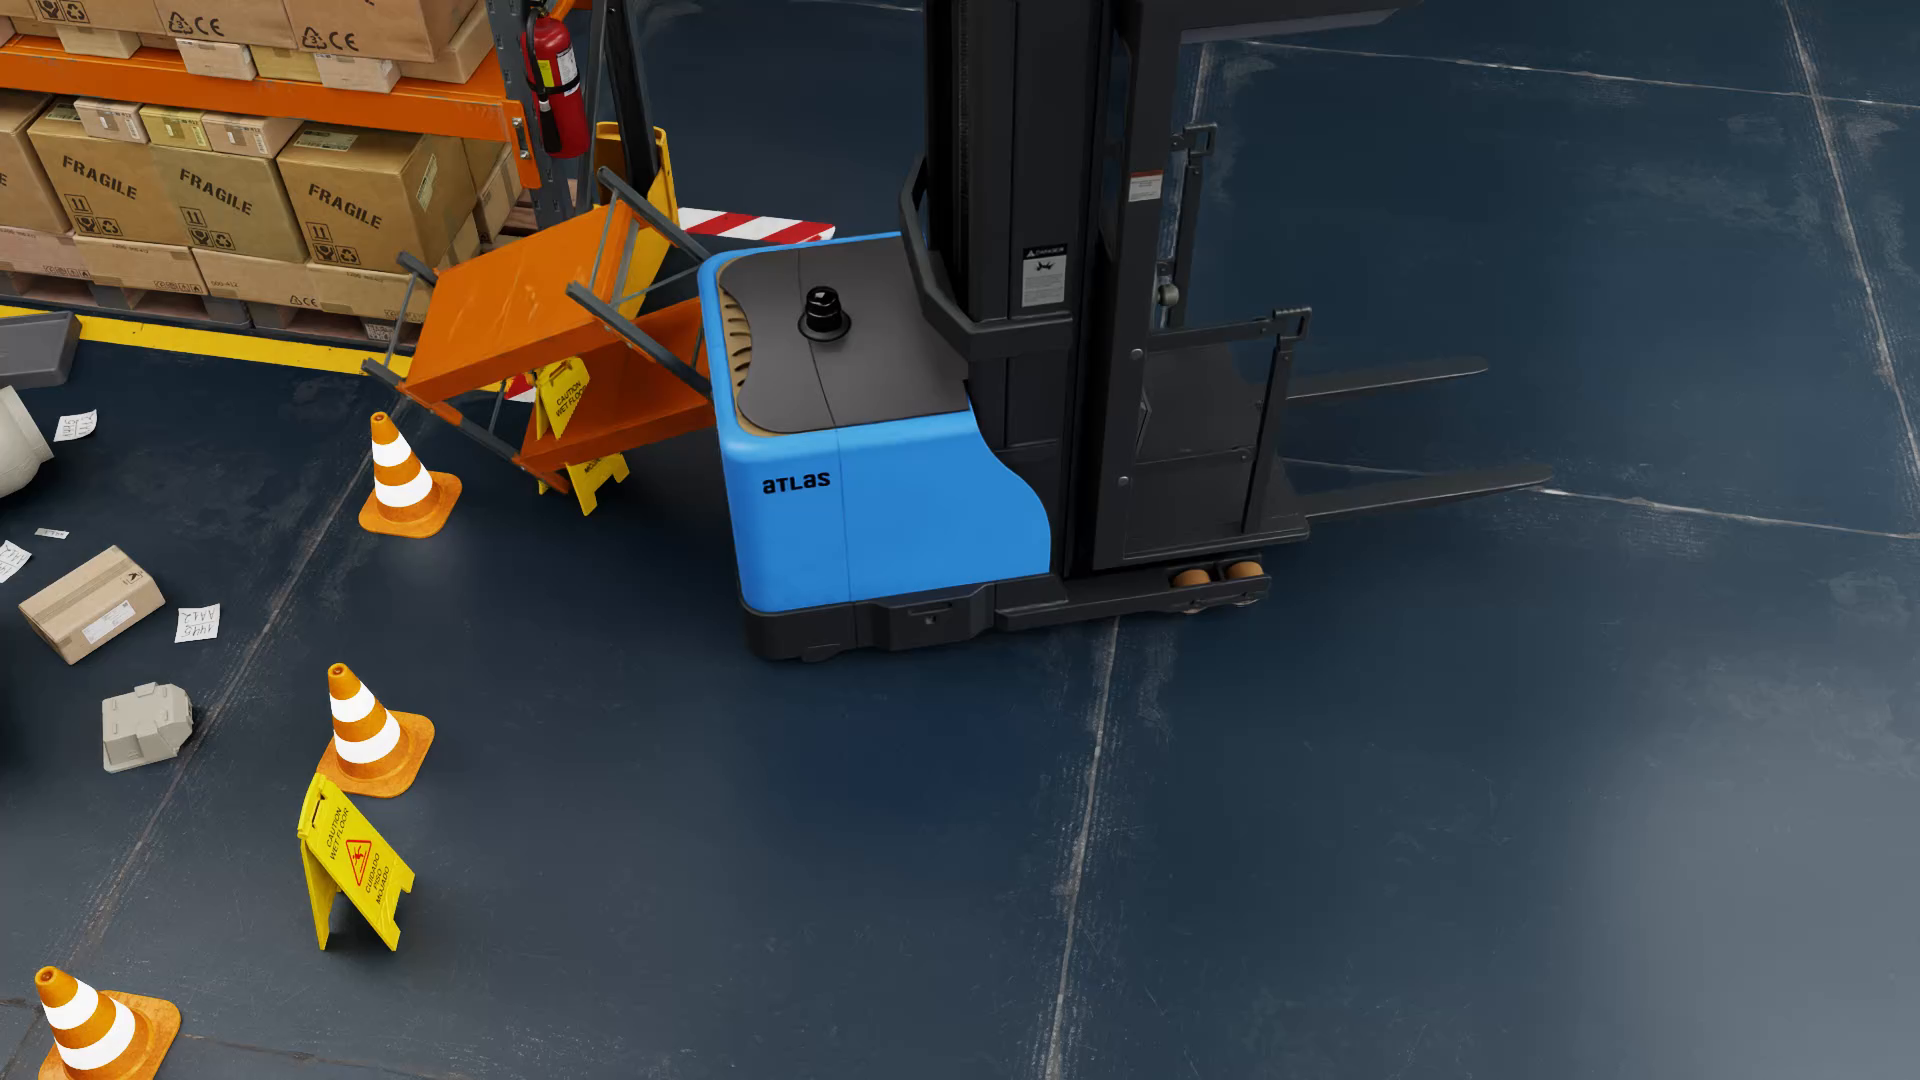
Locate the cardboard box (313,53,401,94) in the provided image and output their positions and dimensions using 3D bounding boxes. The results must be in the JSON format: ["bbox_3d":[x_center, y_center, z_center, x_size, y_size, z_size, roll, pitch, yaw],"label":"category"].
[{"bbox_3d":[-2.126,-1.790,6.011,0.250,0.149,0.380,7,48,6],"label":"cardboard box"}]

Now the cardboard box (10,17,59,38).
[{"bbox_3d":[-3.358,-2.054,6.248,0.250,0.149,0.380,8,49,7],"label":"cardboard box"}]

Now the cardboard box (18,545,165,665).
[{"bbox_3d":[-3.099,0.229,5.944,0.250,0.149,0.380,32,56,26],"label":"cardboard box"}]

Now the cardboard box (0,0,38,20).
[{"bbox_3d":[-3.513,-2.251,5.989,0.500,0.500,0.500,8,49,7],"label":"cardboard box"}]

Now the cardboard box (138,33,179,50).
[{"bbox_3d":[-2.860,-1.989,6.189,0.250,0.149,0.380,8,49,7],"label":"cardboard box"}]

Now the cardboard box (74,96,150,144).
[{"bbox_3d":[-3.165,-1.704,6.391,0.250,0.149,0.380,10,49,8],"label":"cardboard box"}]

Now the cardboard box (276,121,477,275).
[{"bbox_3d":[-2.286,-1.416,6.568,0.500,0.500,0.500,8,49,7],"label":"cardboard box"}]

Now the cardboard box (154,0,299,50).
[{"bbox_3d":[-2.526,-2.102,5.855,0.500,0.500,0.500,8,49,7],"label":"cardboard box"}]

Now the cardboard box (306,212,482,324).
[{"bbox_3d":[-2.318,-1.164,6.845,0.500,0.250,0.500,7,48,7],"label":"cardboard box"}]

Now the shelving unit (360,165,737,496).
[{"bbox_3d":[-1.292,-0.657,5.951,1.048,1.125,0.538,-12,57,33],"label":"shelving unit"}]

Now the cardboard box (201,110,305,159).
[{"bbox_3d":[-2.659,-1.632,6.326,0.250,0.149,0.380,9,49,8],"label":"cardboard box"}]

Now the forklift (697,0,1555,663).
[{"bbox_3d":[0.656,-1.097,5.265,3.031,2.935,1.130,-8,49,-7],"label":"forklift"}]

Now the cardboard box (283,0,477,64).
[{"bbox_3d":[-2.034,-2.032,5.792,0.500,0.500,0.500,7,48,6],"label":"cardboard box"}]

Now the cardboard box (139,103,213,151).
[{"bbox_3d":[-2.906,-1.668,6.358,0.250,0.149,0.380,8,49,7],"label":"cardboard box"}]

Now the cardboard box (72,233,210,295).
[{"bbox_3d":[-3.318,-1.300,6.968,0.500,0.250,0.500,6,48,5],"label":"cardboard box"}]

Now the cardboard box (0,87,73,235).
[{"bbox_3d":[-3.816,-1.622,6.753,0.500,0.500,0.500,10,49,9],"label":"cardboard box"}]

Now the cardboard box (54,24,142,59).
[{"bbox_3d":[-3.128,-1.956,6.160,0.250,0.149,0.380,7,48,6],"label":"cardboard box"}]

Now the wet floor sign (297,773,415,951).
[{"bbox_3d":[-1.851,0.949,4.963,0.232,0.644,0.267,0,48,0],"label":"wet floor sign"}]

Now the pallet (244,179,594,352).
[{"bbox_3d":[-2.319,-1.240,7.223,1.213,0.211,1.003,8,49,7],"label":"pallet"}]

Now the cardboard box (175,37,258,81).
[{"bbox_3d":[-2.633,-1.852,6.066,0.250,0.149,0.380,8,49,8],"label":"cardboard box"}]

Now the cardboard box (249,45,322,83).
[{"bbox_3d":[-2.374,-1.840,6.055,0.250,0.149,0.380,7,48,6],"label":"cardboard box"}]

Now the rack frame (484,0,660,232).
[{"bbox_3d":[-1.451,-2.029,6.057,0.127,3.000,1.000,8,49,7],"label":"rack frame"}]

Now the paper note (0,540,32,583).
[{"bbox_3d":[-3.544,0.077,6.168,0.142,0.019,0.148,23,52,20],"label":"paper note"}]

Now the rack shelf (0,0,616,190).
[{"bbox_3d":[-3.419,-2.053,6.562,4.000,0.370,1.077,8,49,7],"label":"rack shelf"}]

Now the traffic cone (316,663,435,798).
[{"bbox_3d":[-1.966,0.564,5.432,0.334,0.463,0.336,8,49,7],"label":"traffic cone"}]

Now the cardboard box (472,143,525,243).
[{"bbox_3d":[-2.195,-1.559,7.201,0.500,0.250,0.500,7,48,7],"label":"cardboard box"}]

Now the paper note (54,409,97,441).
[{"bbox_3d":[-3.533,-0.459,6.642,0.148,0.019,0.142,-7,48,-7],"label":"paper note"}]

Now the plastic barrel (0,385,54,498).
[{"bbox_3d":[-3.753,-0.333,6.265,0.512,0.421,0.421,-32,55,-25],"label":"plastic barrel"}]

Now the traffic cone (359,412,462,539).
[{"bbox_3d":[-2.103,-0.294,6.203,0.334,0.463,0.336,8,49,7],"label":"traffic cone"}]

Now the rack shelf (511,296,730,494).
[{"bbox_3d":[-1.155,-0.551,6.123,1.000,0.278,0.538,-12,57,33],"label":"rack shelf"}]

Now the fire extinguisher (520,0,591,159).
[{"bbox_3d":[-1.420,-1.651,5.769,0.183,0.674,0.296,8,49,7],"label":"fire extinguisher"}]

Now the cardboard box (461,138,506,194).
[{"bbox_3d":[-2.219,-1.813,6.924,0.500,0.500,0.500,6,48,6],"label":"cardboard box"}]

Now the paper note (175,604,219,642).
[{"bbox_3d":[-2.735,0.295,5.964,0.142,0.019,0.148,-7,48,-7],"label":"paper note"}]

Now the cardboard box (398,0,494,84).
[{"bbox_3d":[-1.857,-1.838,6.054,0.250,0.149,0.380,9,49,8],"label":"cardboard box"}]

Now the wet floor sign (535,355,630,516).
[{"bbox_3d":[-1.454,-0.434,6.206,0.232,0.644,0.267,23,52,20],"label":"wet floor sign"}]

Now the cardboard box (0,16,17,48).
[{"bbox_3d":[-3.624,-2.009,6.207,0.250,0.149,0.380,7,48,7],"label":"cardboard box"}]

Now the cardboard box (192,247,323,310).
[{"bbox_3d":[-2.802,-1.235,6.909,0.500,0.250,0.500,8,49,7],"label":"cardboard box"}]

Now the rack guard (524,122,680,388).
[{"bbox_3d":[-1.526,-1.204,6.995,0.348,0.500,1.175,8,49,7],"label":"rack guard"}]

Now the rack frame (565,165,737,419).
[{"bbox_3d":[-0.875,-0.746,5.675,0.032,1.125,0.500,-12,57,33],"label":"rack frame"}]

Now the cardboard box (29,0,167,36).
[{"bbox_3d":[-3.018,-2.170,5.916,0.500,0.500,0.500,7,48,7],"label":"cardboard box"}]

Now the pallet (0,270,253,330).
[{"bbox_3d":[-3.516,-1.403,7.369,1.213,0.211,1.003,8,49,7],"label":"pallet"}]

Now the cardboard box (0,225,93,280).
[{"bbox_3d":[-3.805,-1.373,7.034,0.500,0.250,0.500,7,48,6],"label":"cardboard box"}]

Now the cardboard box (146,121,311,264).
[{"bbox_3d":[-2.800,-1.483,6.628,0.500,0.500,0.500,9,49,8],"label":"cardboard box"}]

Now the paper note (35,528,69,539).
[{"bbox_3d":[-3.422,-0.025,6.266,0.123,0.001,0.032,8,49,7],"label":"paper note"}]

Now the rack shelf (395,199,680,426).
[{"bbox_3d":[-1.456,-0.784,5.744,1.000,0.278,0.538,-12,57,33],"label":"rack shelf"}]

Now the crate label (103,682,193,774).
[{"bbox_3d":[-2.751,0.614,5.606,0.298,0.136,0.250,-15,50,-13],"label":"crate label"}]

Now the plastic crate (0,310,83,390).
[{"bbox_3d":[-3.988,-0.774,6.892,0.583,0.080,0.402,-7,48,-7],"label":"plastic crate"}]

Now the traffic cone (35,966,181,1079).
[{"bbox_3d":[-2.502,1.346,4.730,0.334,0.463,0.336,8,49,7],"label":"traffic cone"}]

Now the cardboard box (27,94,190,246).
[{"bbox_3d":[-3.295,-1.555,6.692,0.500,0.500,0.500,7,48,6],"label":"cardboard box"}]

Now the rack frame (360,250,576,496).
[{"bbox_3d":[-1.710,-0.568,6.226,0.032,1.125,0.500,-12,57,33],"label":"rack frame"}]
